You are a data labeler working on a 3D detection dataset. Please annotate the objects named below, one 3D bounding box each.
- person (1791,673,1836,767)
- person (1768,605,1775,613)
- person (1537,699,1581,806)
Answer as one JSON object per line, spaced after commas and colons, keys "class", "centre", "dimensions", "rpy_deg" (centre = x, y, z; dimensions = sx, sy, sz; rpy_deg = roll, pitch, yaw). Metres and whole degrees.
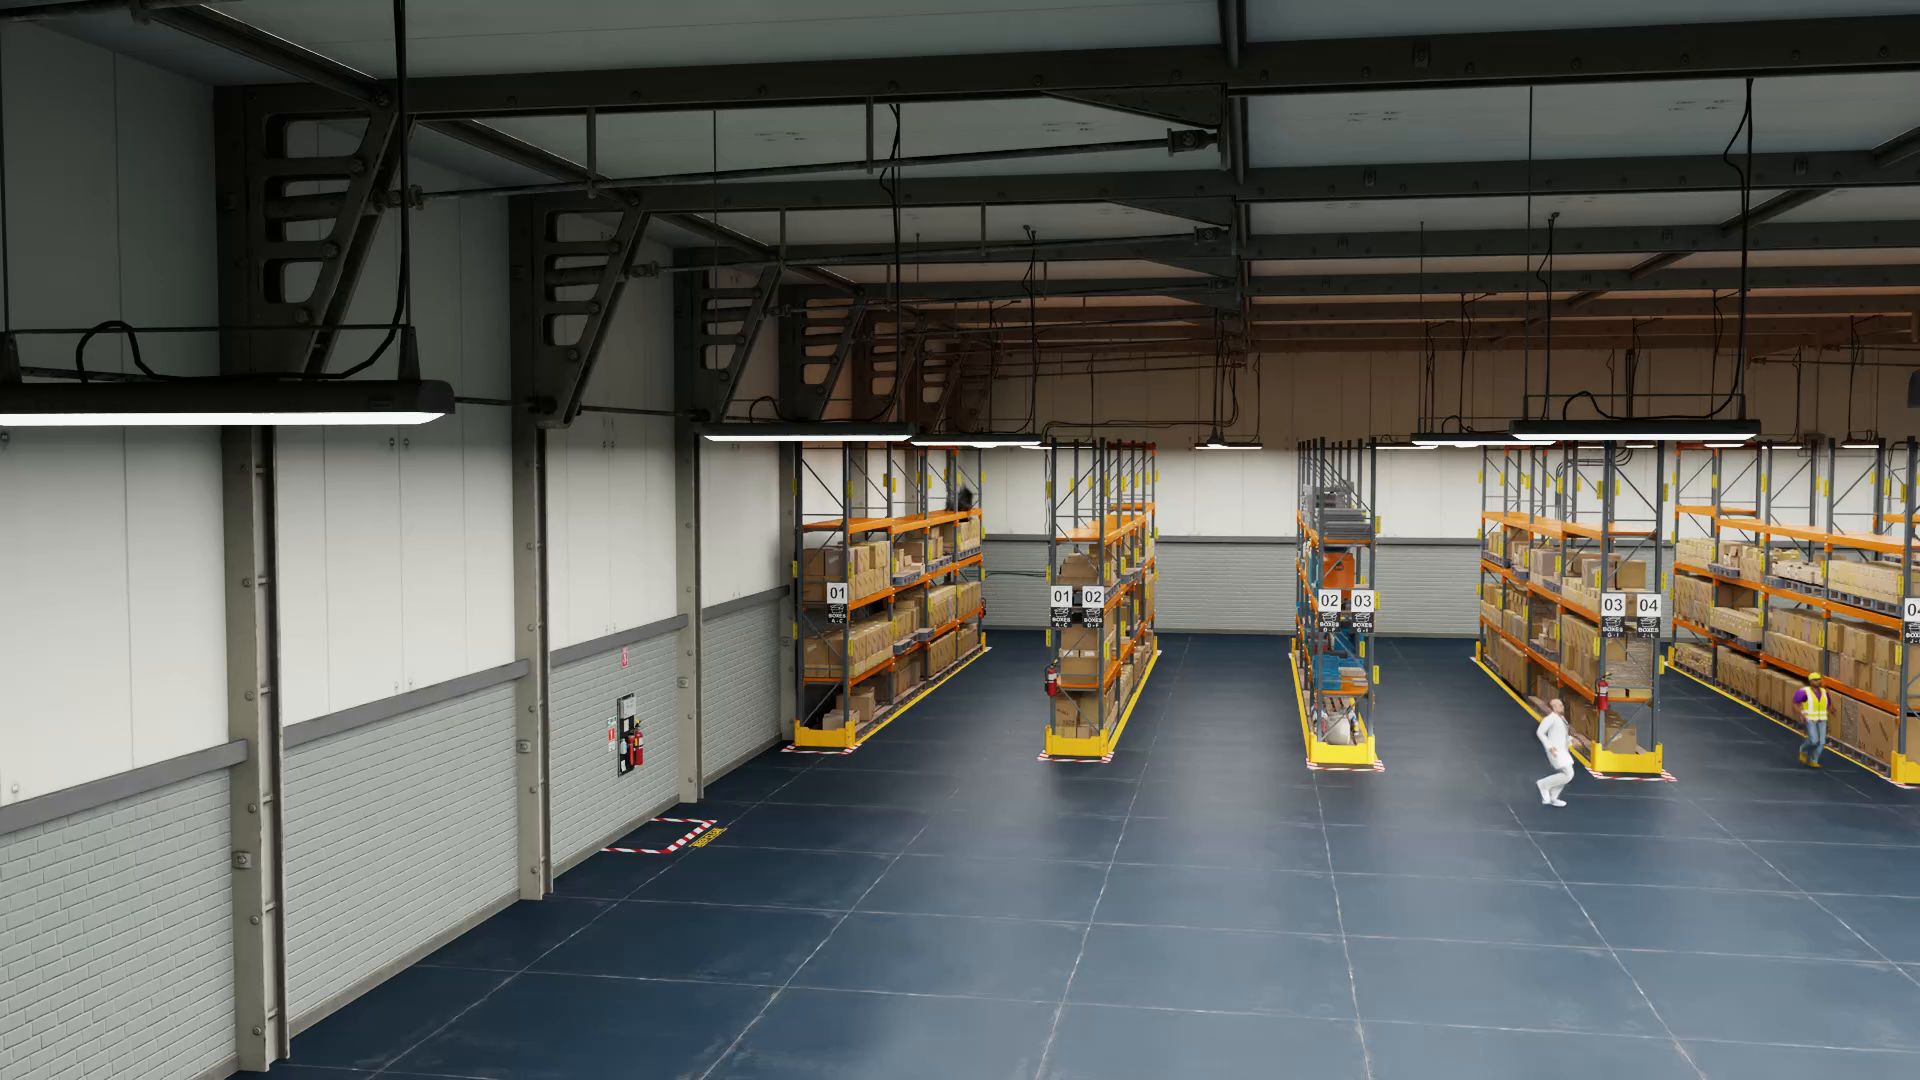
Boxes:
{"class": "person", "centre": [15.494, 3.263, 30.122], "dimensions": [0.695, 1.720, 0.595], "rpy_deg": [0, 3, -2]}
{"class": "person", "centre": [22.164, 2.543, 45.457], "dimensions": [0.567, 1.549, 0.536], "rpy_deg": [1, 3, 10]}
{"class": "person", "centre": [9.673, 3.430, 26.823], "dimensions": [0.633, 1.730, 0.714], "rpy_deg": [2, 4, 37]}
